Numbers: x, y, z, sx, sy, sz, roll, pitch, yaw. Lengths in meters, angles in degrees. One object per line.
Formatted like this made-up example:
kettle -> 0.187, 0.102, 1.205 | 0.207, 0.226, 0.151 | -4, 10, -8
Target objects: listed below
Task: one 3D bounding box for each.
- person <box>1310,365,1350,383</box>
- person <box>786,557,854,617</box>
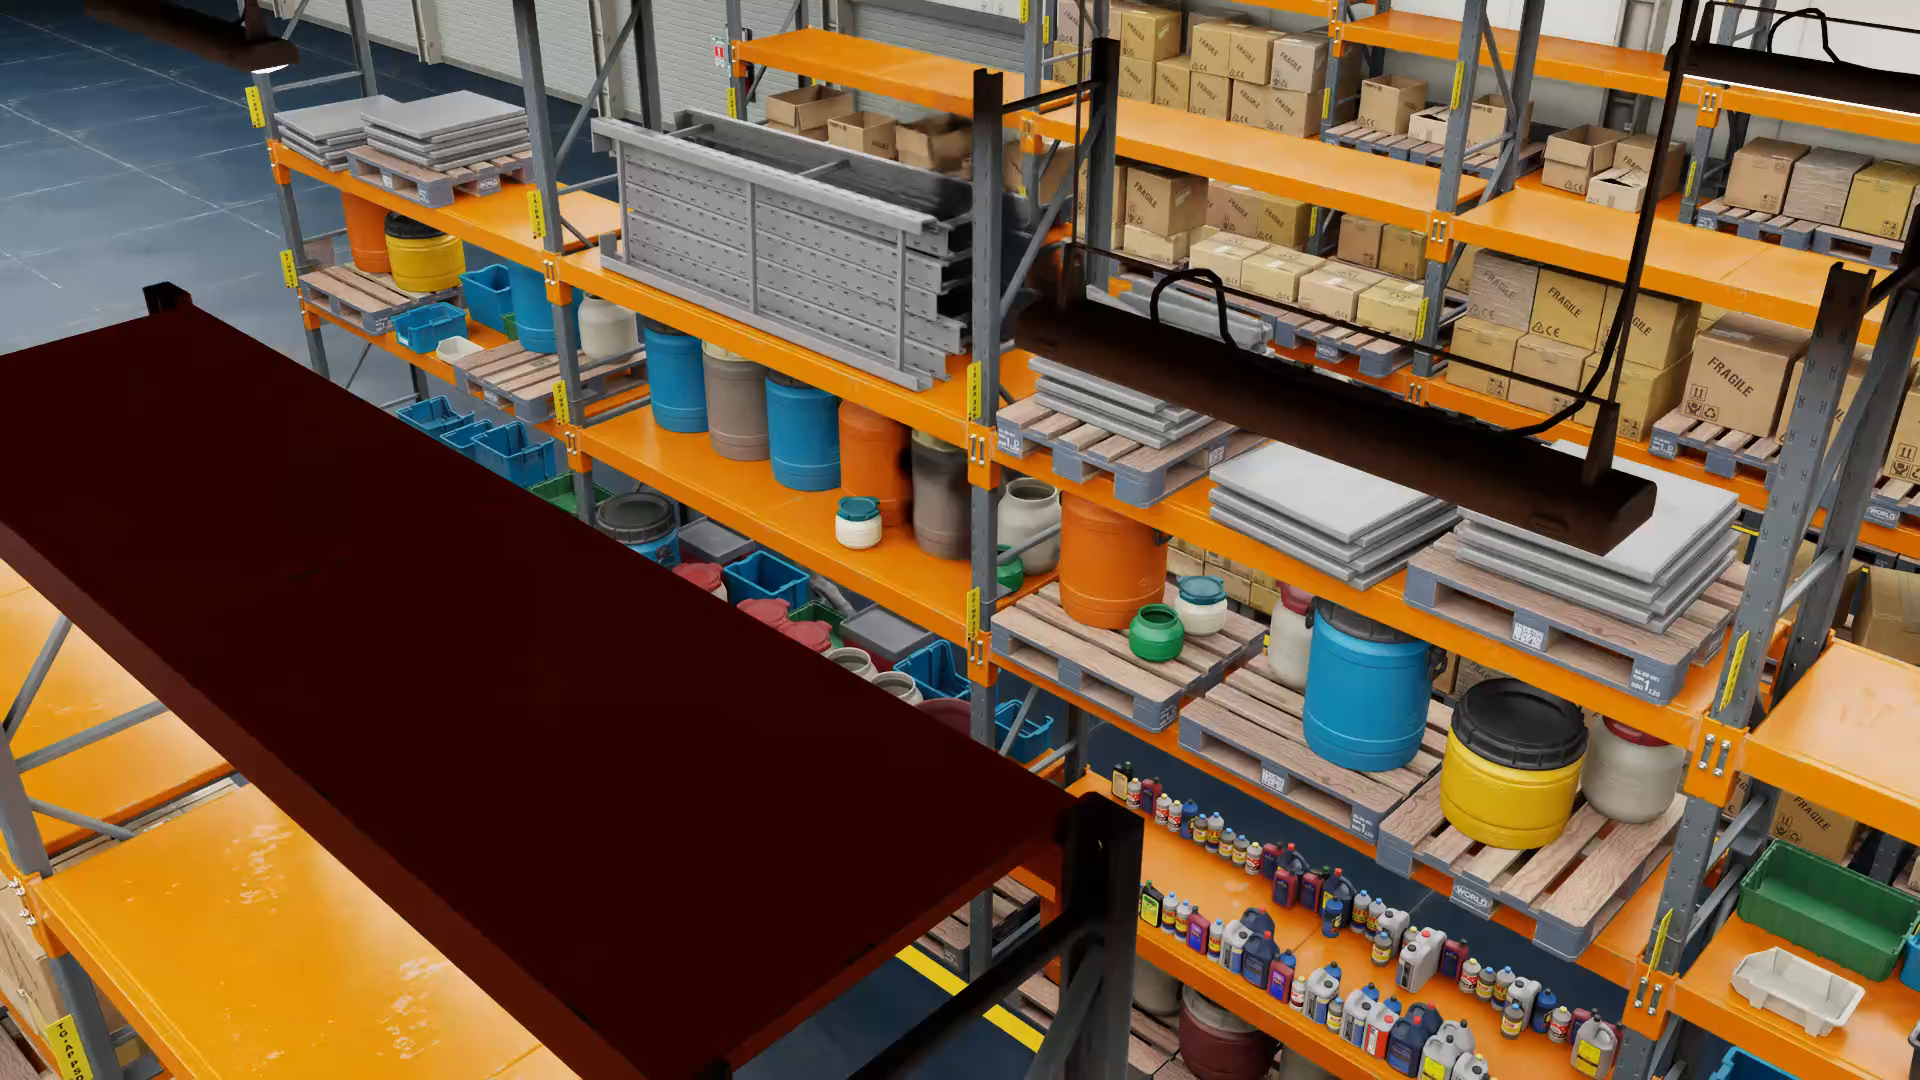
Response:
person -> 3.799, -1.513, 17.208 | 0.682, 1.730, 0.693 | 17, 34, 28
person -> -1.335, 0.016, 14.720 | 0.861, 1.434, 0.568 | 13, 32, 22
